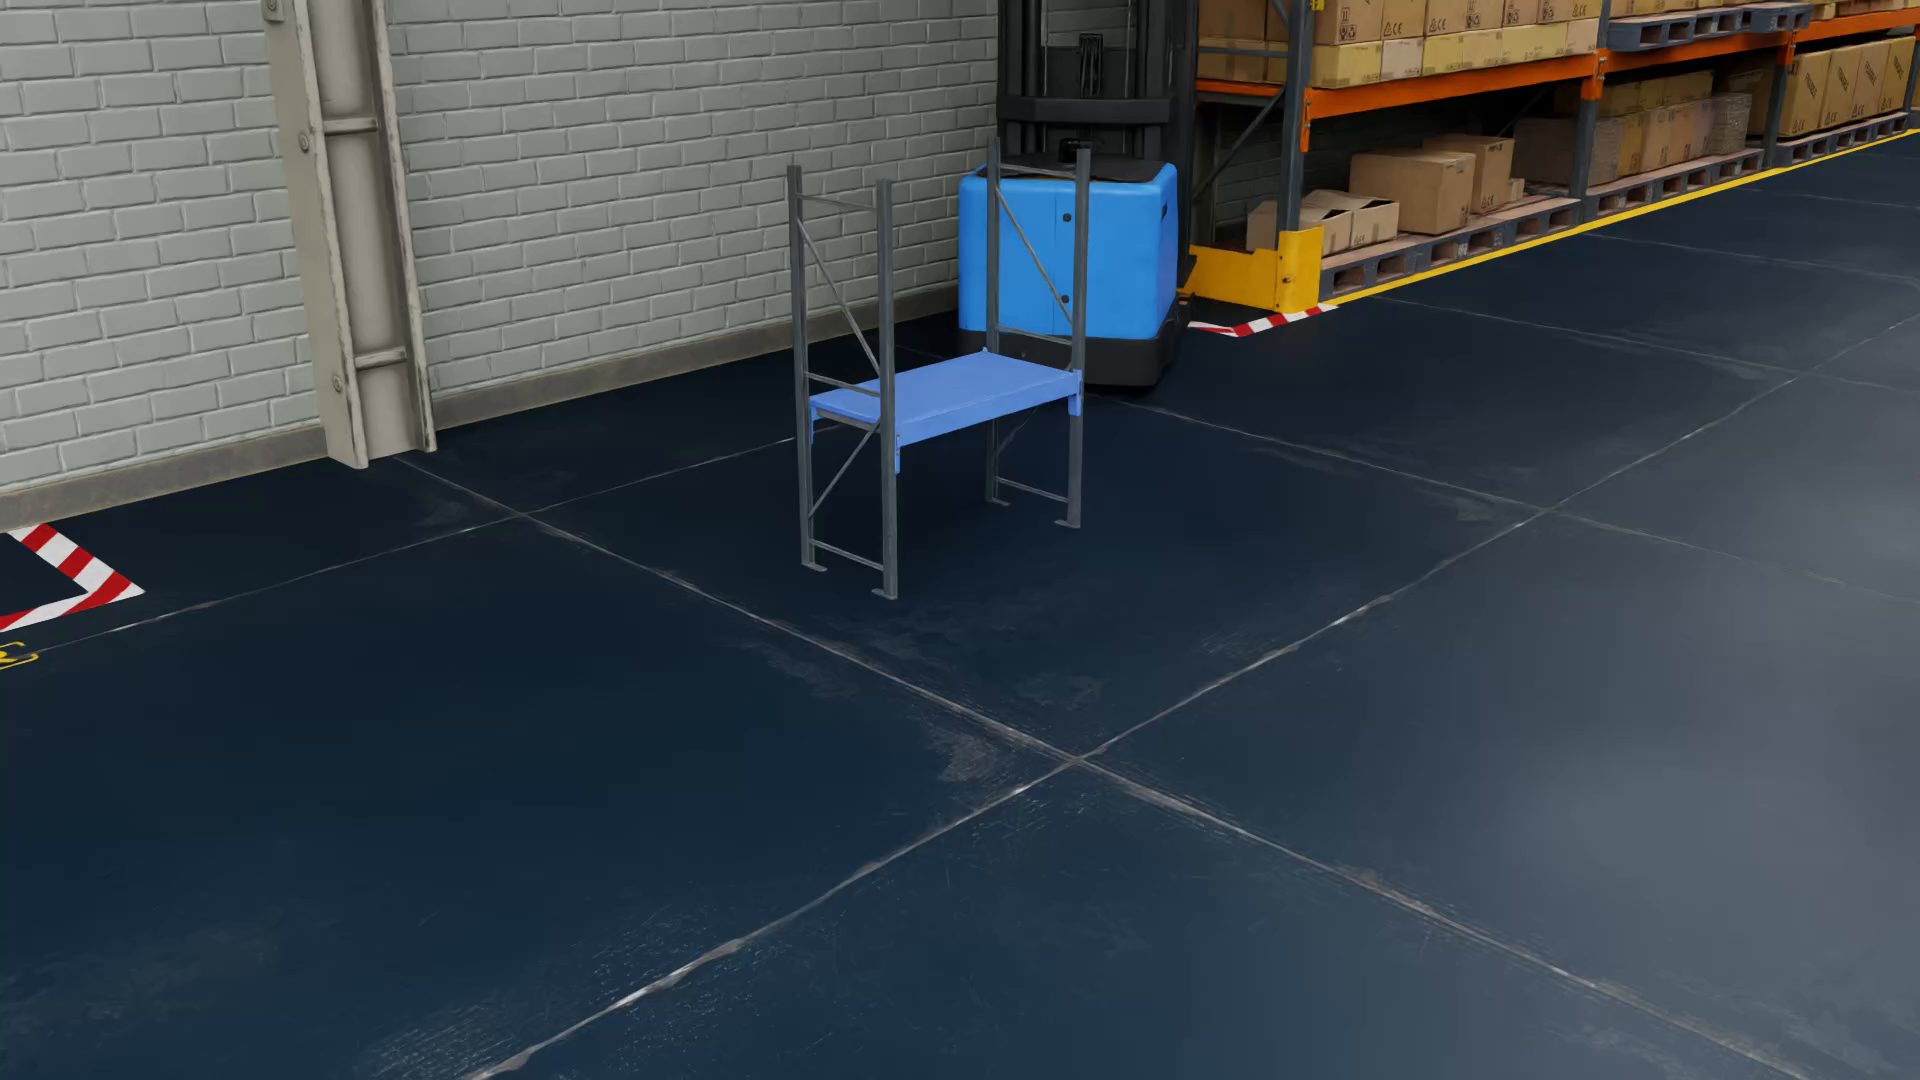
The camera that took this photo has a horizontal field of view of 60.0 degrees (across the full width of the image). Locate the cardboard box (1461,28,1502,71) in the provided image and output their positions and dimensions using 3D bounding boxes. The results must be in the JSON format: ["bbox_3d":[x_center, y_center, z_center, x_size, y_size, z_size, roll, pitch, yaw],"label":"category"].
[{"bbox_3d":[3.302,-3.329,11.237,0.500,0.250,0.500,20,28,41],"label":"cardboard box"}]

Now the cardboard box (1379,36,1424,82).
[{"bbox_3d":[2.588,-3.070,10.563,0.500,0.250,0.500,18,28,39],"label":"cardboard box"}]

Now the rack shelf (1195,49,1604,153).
[{"bbox_3d":[3.064,-3.126,11.530,1.077,0.370,4.000,19,28,41],"label":"rack shelf"}]

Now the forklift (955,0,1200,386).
[{"bbox_3d":[0.802,-2.638,9.354,1.130,2.935,3.031,5,22,12],"label":"forklift"}]

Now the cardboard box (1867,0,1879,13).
[{"bbox_3d":[9.089,-5.451,16.899,0.380,0.149,0.250,18,28,39],"label":"cardboard box"}]

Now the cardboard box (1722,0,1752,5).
[{"bbox_3d":[6.558,-4.983,14.605,0.700,0.500,0.500,16,26,36],"label":"cardboard box"}]

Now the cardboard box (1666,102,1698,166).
[{"bbox_3d":[6.015,-3.607,14.648,0.700,0.500,0.500,19,28,40],"label":"cardboard box"}]

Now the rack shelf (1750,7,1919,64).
[{"bbox_3d":[8.644,-5.183,16.881,1.077,0.370,4.000,19,28,41],"label":"rack shelf"}]

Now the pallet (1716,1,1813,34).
[{"bbox_3d":[6.828,-4.705,14.902,1.213,0.211,1.003,19,28,41],"label":"pallet"}]

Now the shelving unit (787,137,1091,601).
[{"bbox_3d":[-0.059,-0.678,6.248,0.538,1.500,1.048,19,28,41],"label":"shelving unit"}]

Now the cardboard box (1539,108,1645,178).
[{"bbox_3d":[5.285,-3.354,13.990,0.700,0.500,0.500,19,28,40],"label":"cardboard box"}]

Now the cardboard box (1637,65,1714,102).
[{"bbox_3d":[6.342,-4.064,14.793,0.500,0.250,0.500,-20,28,-41],"label":"cardboard box"}]

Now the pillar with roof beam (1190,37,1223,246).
[{"bbox_3d":[4.621,-5.067,7.216,9.100,9.000,0.400,19,28,41],"label":"pillar with roof beam"}]

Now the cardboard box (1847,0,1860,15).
[{"bbox_3d":[8.707,-5.320,16.558,0.380,0.149,0.250,19,28,41],"label":"cardboard box"}]

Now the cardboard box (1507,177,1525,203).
[{"bbox_3d":[4.107,-2.714,12.791,0.380,0.166,0.250,15,26,34],"label":"cardboard box"}]

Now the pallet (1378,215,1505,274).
[{"bbox_3d":[3.164,-2.178,11.947,1.003,0.211,1.213,19,28,41],"label":"pallet"}]

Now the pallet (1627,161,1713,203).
[{"bbox_3d":[5.852,-3.190,14.581,1.003,0.211,1.213,19,28,41],"label":"pallet"}]

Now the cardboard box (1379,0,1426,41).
[{"bbox_3d":[2.569,-3.409,10.400,0.500,0.500,0.500,19,28,41],"label":"cardboard box"}]

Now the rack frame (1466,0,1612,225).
[{"bbox_3d":[4.459,-3.976,12.739,1.000,3.000,0.127,19,28,41],"label":"rack frame"}]

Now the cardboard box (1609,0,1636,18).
[{"bbox_3d":[4.838,-4.351,12.960,0.700,0.500,0.500,19,28,41],"label":"cardboard box"}]

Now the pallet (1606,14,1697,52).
[{"bbox_3d":[5.096,-4.047,13.190,1.003,0.211,1.213,19,28,41],"label":"pallet"}]

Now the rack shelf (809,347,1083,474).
[{"bbox_3d":[-0.060,-0.510,6.313,0.538,0.185,1.000,19,28,41],"label":"rack shelf"}]

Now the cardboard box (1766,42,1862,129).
[{"bbox_3d":[8.472,-4.577,16.712,0.750,0.750,0.750,19,28,40],"label":"cardboard box"}]

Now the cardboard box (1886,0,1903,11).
[{"bbox_3d":[9.492,-5.558,17.177,0.380,0.149,0.250,19,28,41],"label":"cardboard box"}]

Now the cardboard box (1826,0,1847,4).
[{"bbox_3d":[8.143,-5.392,15.841,0.500,0.500,0.500,-19,28,-40],"label":"cardboard box"}]

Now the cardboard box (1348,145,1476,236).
[{"bbox_3d":[3.161,-2.465,11.677,0.700,0.500,0.500,17,27,37],"label":"cardboard box"}]

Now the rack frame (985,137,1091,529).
[{"bbox_3d":[0.295,-0.809,6.588,0.500,1.500,0.032,19,28,41],"label":"rack frame"}]

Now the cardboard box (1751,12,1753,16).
[{"bbox_3d":[7.464,-5.110,16.012,0.380,0.149,0.250,20,28,41],"label":"cardboard box"}]

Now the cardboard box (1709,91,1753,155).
[{"bbox_3d":[6.784,-3.845,15.268,0.500,0.500,0.700,-20,29,-41],"label":"cardboard box"}]

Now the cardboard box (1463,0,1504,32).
[{"bbox_3d":[3.285,-3.676,11.095,0.500,0.500,0.500,-19,28,-40],"label":"cardboard box"}]

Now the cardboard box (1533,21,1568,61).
[{"bbox_3d":[3.992,-3.592,11.920,0.500,0.250,0.500,19,28,41],"label":"cardboard box"}]

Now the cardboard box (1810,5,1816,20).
[{"bbox_3d":[7.827,-4.986,15.688,0.250,0.149,0.380,-20,29,-41],"label":"cardboard box"}]

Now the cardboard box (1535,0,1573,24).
[{"bbox_3d":[4.006,-3.937,11.773,0.500,0.500,0.500,19,28,40],"label":"cardboard box"}]

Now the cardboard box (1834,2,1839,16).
[{"bbox_3d":[8.335,-5.197,16.238,0.250,0.149,0.380,-19,28,-41],"label":"cardboard box"}]

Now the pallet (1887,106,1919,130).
[{"bbox_3d":[10.626,-4.907,19.047,1.003,0.211,1.213,19,28,41],"label":"pallet"}]

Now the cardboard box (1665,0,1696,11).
[{"bbox_3d":[5.670,-4.670,13.790,0.500,0.500,0.700,-16,26,-35],"label":"cardboard box"}]

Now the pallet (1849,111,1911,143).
[{"bbox_3d":[9.555,-4.514,18.024,1.003,0.211,1.213,19,28,41],"label":"pallet"}]

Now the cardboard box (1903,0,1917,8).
[{"bbox_3d":[9.847,-5.696,17.536,0.250,0.149,0.380,-20,28,-41],"label":"cardboard box"}]

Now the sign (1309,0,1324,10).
[{"bbox_3d":[2.057,-3.216,9.555,0.100,0.325,0.005,19,28,41],"label":"sign"}]

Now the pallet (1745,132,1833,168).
[{"bbox_3d":[7.853,-3.887,16.392,1.003,0.211,1.213,19,28,41],"label":"pallet"}]

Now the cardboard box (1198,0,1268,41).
[{"bbox_3d":[1.845,-3.412,10.406,0.500,0.500,0.500,19,28,40],"label":"cardboard box"}]

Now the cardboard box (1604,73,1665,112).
[{"bbox_3d":[5.625,-3.807,14.124,0.500,0.250,0.500,18,28,39],"label":"cardboard box"}]

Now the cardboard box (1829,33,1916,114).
[{"bbox_3d":[9.679,-5.026,17.880,0.750,0.750,0.750,20,28,41],"label":"cardboard box"}]

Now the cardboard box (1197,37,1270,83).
[{"bbox_3d":[1.855,-3.056,10.526,0.500,0.250,0.500,-20,28,-41],"label":"cardboard box"}]

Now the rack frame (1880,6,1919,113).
[{"bbox_3d":[10.040,-6.033,18.089,1.000,3.000,0.127,19,28,41],"label":"rack frame"}]

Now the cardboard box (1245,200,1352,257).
[{"bbox_3d":[2.215,-2.054,10.871,0.500,0.311,0.500,15,26,35],"label":"cardboard box"}]
